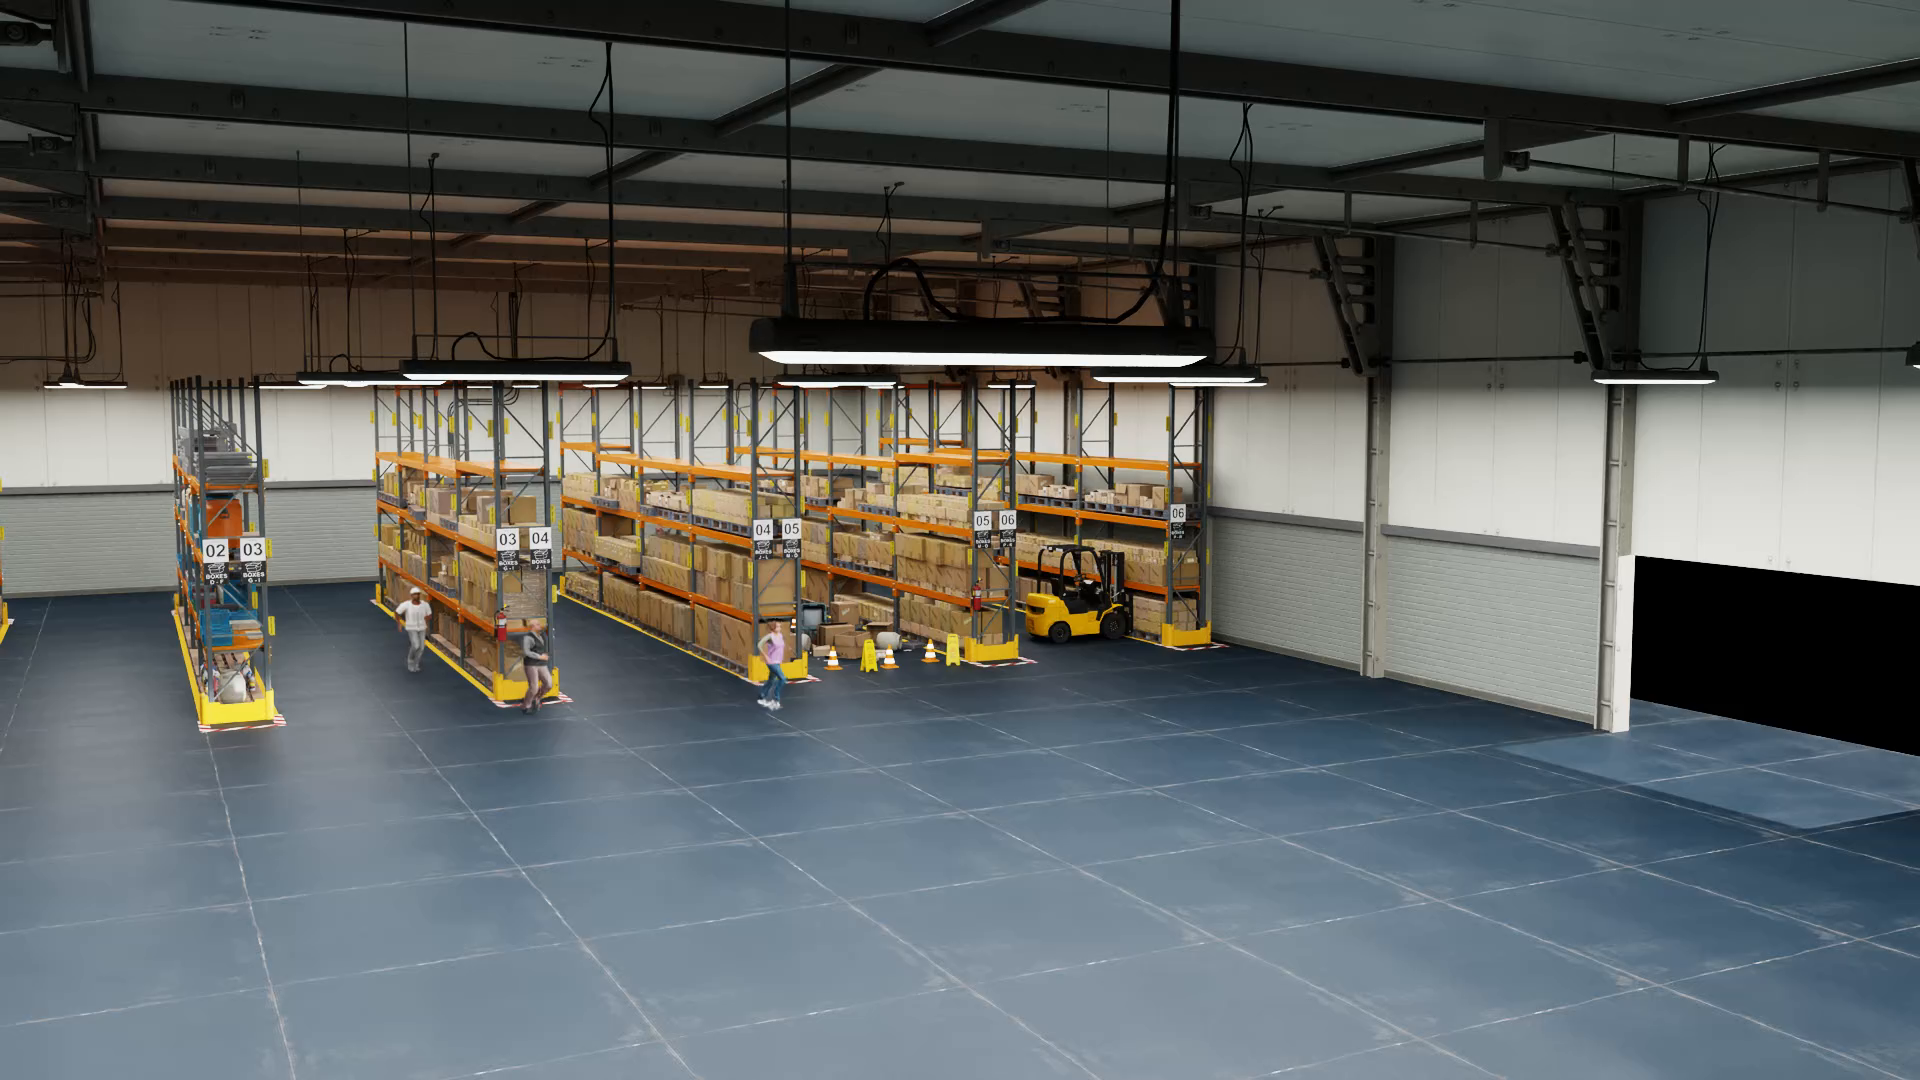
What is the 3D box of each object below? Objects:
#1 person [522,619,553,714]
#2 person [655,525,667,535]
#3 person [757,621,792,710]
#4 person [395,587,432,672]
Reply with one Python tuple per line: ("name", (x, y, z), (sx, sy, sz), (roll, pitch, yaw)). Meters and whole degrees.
("person", (-7.501, 2.250, 29.586), (0.648, 1.703, 0.683), (2, 6, 23))
("person", (-9.254, 0.328, 51.175), (0.758, 1.730, 0.653), (4, 7, 40))
("person", (-3.356, 2.263, 30.086), (0.697, 1.633, 0.506), (2, 5, 20))
("person", (-11.073, 1.829, 33.876), (0.684, 1.728, 0.650), (-4, 7, -39))
